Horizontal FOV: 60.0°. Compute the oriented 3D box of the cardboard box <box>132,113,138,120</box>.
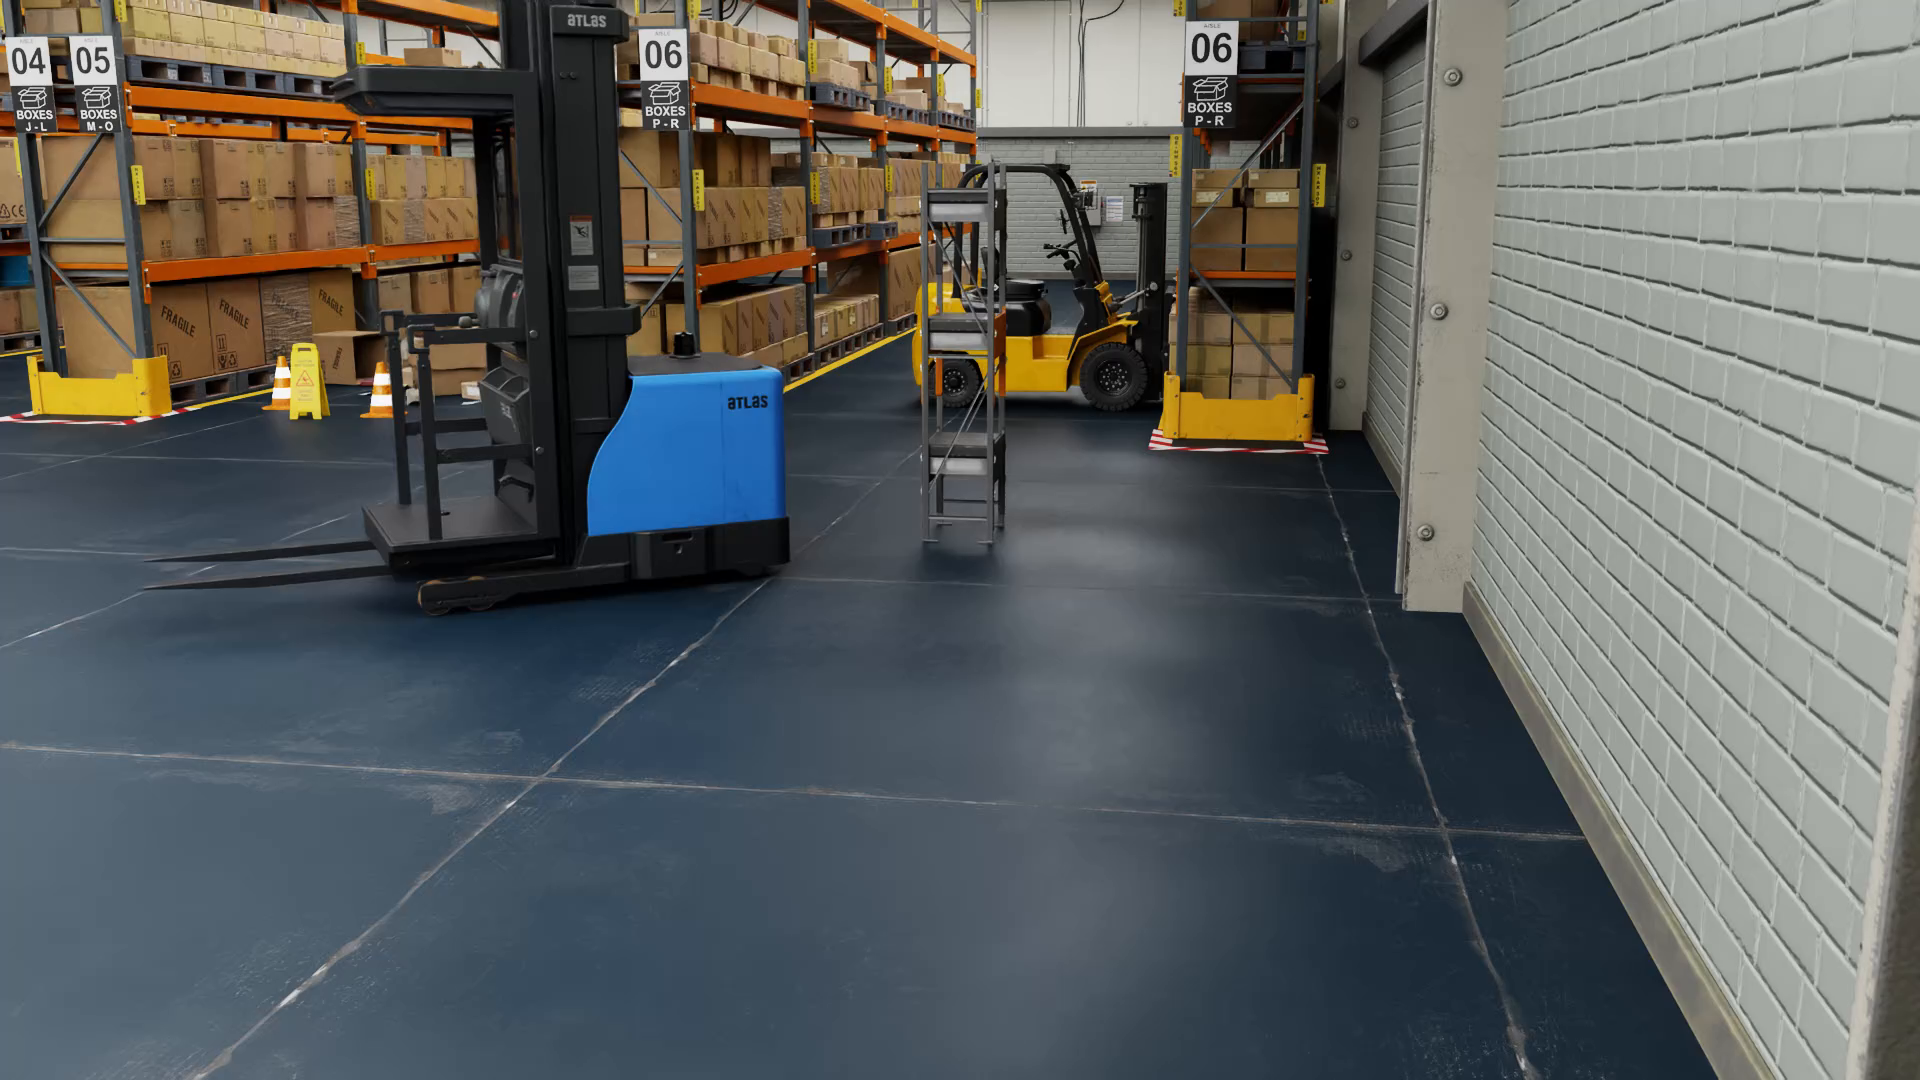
[{"bbox_3d":[-11.137,-5.629,21.729,0.500,0.250,0.500,2,12,8],"label":"cardboard box"}]

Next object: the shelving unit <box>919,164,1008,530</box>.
[{"bbox_3d":[0.026,-1.061,9.434,0.431,2.100,0.499,2,12,9],"label":"shelving unit"}]

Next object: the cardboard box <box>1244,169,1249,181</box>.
[{"bbox_3d":[4.561,-5.538,25.942,0.500,0.500,0.500,2,12,7],"label":"cardboard box"}]

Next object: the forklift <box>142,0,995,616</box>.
[{"bbox_3d":[-1.864,-1.262,8.392,4.310,2.935,1.130,-6,13,-25],"label":"forklift"}]

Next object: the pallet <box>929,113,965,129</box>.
[{"bbox_3d":[-0.510,-6.805,27.038,1.003,0.211,1.213,2,12,9],"label":"pallet"}]

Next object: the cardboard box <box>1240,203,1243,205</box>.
[{"bbox_3d":[2.372,-2.884,15.516,0.500,0.500,0.500,2,12,8],"label":"cardboard box"}]

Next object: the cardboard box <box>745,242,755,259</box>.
[{"bbox_3d":[-2.137,-2.724,15.611,0.380,0.149,0.250,2,12,7],"label":"cardboard box"}]

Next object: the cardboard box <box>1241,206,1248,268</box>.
[{"bbox_3d":[2.633,-2.552,13.980,0.500,0.500,0.500,2,12,10],"label":"cardboard box"}]

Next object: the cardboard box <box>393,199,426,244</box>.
[{"bbox_3d":[-6.549,-3.687,19.245,0.500,0.500,0.500,2,12,9],"label":"cardboard box"}]

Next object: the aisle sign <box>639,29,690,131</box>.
[{"bbox_3d":[-2.385,-3.708,13.409,0.394,0.787,0.004,2,12,9],"label":"aisle sign"}]

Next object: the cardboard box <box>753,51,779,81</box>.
[{"bbox_3d":[-2.038,-4.520,15.876,0.500,0.250,0.500,2,12,8],"label":"cardboard box"}]

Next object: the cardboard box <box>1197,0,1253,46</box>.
[{"bbox_3d":[2.051,-4.170,13.130,0.500,0.500,0.500,2,12,11],"label":"cardboard box"}]

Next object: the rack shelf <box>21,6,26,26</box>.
[{"bbox_3d":[-11.551,-6.416,20.561,1.077,0.370,4.000,2,12,9],"label":"rack shelf"}]

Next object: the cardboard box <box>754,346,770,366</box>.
[{"bbox_3d":[-2.127,-1.700,15.794,0.500,0.250,0.500,3,12,12],"label":"cardboard box"}]

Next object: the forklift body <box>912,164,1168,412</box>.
[{"bbox_3d":[0.713,-2.339,15.242,2.313,2.155,1.214,2,12,9],"label":"forklift body"}]

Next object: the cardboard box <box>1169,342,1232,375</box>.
[{"bbox_3d":[1.990,-1.517,13.757,0.500,0.250,0.500,2,12,8],"label":"cardboard box"}]

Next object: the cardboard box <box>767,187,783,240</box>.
[{"bbox_3d":[-2.036,-3.171,16.145,0.500,0.500,0.500,2,12,10],"label":"cardboard box"}]

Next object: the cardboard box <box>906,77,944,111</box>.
[{"bbox_3d":[-0.538,-6.843,25.536,0.500,0.500,0.500,2,12,10],"label":"cardboard box"}]

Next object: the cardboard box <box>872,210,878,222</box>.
[{"bbox_3d":[-1.233,-4.020,20.627,0.380,0.149,0.250,2,12,8],"label":"cardboard box"}]

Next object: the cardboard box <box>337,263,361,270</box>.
[{"bbox_3d":[-10.447,-4.581,27.676,0.875,0.875,0.875,2,12,9],"label":"cardboard box"}]

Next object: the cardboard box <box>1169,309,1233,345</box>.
[{"bbox_3d":[1.986,-1.756,13.679,0.500,0.250,0.500,2,12,11],"label":"cardboard box"}]

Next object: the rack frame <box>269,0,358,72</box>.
[{"bbox_3d":[-6.973,-6.365,17.668,1.000,3.000,0.127,2,12,9],"label":"rack frame"}]

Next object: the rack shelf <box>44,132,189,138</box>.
[{"bbox_3d":[-15.214,-6.971,29.307,1.077,0.370,4.000,2,12,9],"label":"rack shelf"}]

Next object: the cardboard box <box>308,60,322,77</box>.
[{"bbox_3d":[-6.790,-4.838,17.062,0.380,0.149,0.250,2,12,10],"label":"cardboard box"}]

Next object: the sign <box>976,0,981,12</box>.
[{"bbox_3d":[0.313,-9.198,28.410,0.100,0.325,0.005,2,12,9],"label":"sign"}]

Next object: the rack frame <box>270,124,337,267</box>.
[{"bbox_3d":[-10.628,-5.279,26.871,1.000,3.000,0.127,2,12,9],"label":"rack frame"}]

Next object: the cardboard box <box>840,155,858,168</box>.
[{"bbox_3d":[-1.424,-4.493,19.740,0.380,0.149,0.250,1,12,6],"label":"cardboard box"}]

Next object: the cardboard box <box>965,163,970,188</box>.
[{"bbox_3d":[-0.111,-6.111,28.118,0.500,0.500,0.500,2,12,9],"label":"cardboard box"}]

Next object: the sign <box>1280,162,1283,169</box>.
[{"bbox_3d":[4.003,-4.514,20.572,0.100,0.325,0.005,2,12,9],"label":"sign"}]

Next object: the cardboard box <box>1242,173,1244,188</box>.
[{"bbox_3d":[2.203,-3.050,14.044,0.380,0.149,0.250,2,12,9],"label":"cardboard box"}]

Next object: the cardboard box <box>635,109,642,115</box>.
[{"bbox_3d":[-5.350,-6.931,26.584,0.500,0.250,0.500,2,12,8],"label":"cardboard box"}]

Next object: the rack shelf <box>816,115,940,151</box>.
[{"bbox_3d":[-1.143,-5.657,23.209,1.077,0.370,4.000,2,12,9],"label":"rack shelf"}]

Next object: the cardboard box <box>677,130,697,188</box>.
[{"bbox_3d":[-2.733,-3.362,14.657,0.700,0.500,0.500,2,12,9],"label":"cardboard box"}]

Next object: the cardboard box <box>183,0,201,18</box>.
[{"bbox_3d":[-7.104,-4.804,15.016,0.380,0.149,0.250,2,12,9],"label":"cardboard box"}]

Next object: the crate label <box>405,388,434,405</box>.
[{"bbox_3d":[-4.979,-1.323,15.308,0.250,0.136,0.298,-5,13,-21],"label":"crate label"}]

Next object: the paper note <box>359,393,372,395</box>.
[{"bbox_3d":[-5.676,-1.410,15.968,0.144,0.017,0.142,7,14,28],"label":"paper note"}]

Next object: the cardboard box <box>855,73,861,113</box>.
[{"bbox_3d":[-1.607,-5.444,20.277,0.700,0.500,0.500,2,12,9],"label":"cardboard box"}]

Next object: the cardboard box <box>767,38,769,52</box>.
[{"bbox_3d":[-2.044,-4.736,15.932,0.380,0.149,0.250,2,12,8],"label":"cardboard box"}]

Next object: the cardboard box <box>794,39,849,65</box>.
[{"bbox_3d":[-1.514,-5.348,18.243,0.500,0.250,0.500,2,12,7],"label":"cardboard box"}]

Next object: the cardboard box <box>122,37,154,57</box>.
[{"bbox_3d":[-7.218,-4.258,14.375,0.380,0.149,0.250,2,12,9],"label":"cardboard box"}]

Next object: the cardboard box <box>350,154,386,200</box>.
[{"bbox_3d":[-16.692,-4.627,18.836,19.980,1.510,4.215,3,12,12],"label":"cardboard box"}]

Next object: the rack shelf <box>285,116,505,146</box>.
[{"bbox_3d":[-6.665,-4.963,19.992,1.077,0.370,4.000,2,12,9],"label":"rack shelf"}]

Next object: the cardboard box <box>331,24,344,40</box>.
[{"bbox_3d":[-6.714,-5.333,17.470,0.380,0.149,0.250,2,12,8],"label":"cardboard box"}]

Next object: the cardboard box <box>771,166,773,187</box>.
[{"bbox_3d":[-2.222,-3.796,18.048,0.500,0.500,0.500,2,12,8],"label":"cardboard box"}]

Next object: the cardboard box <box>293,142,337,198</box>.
[{"bbox_3d":[-7.033,-3.840,17.271,0.875,0.550,0.550,2,12,9],"label":"cardboard box"}]

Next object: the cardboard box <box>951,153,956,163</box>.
[{"bbox_3d":[-0.278,-6.187,26.931,0.380,0.149,0.250,2,12,9],"label":"cardboard box"}]

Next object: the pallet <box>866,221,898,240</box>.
[{"bbox_3d":[-1.455,-3.880,20.833,1.213,0.211,1.003,2,12,9],"label":"pallet"}]

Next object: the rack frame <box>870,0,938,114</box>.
[{"bbox_3d":[-0.836,-7.891,24.749,1.000,3.000,0.127,2,12,9],"label":"rack frame"}]

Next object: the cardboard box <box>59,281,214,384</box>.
[{"bbox_3d":[-7.549,-1.910,15.281,0.875,0.875,0.875,2,12,9],"label":"cardboard box"}]

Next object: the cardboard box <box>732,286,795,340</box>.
[{"bbox_3d":[-1.968,-2.283,16.716,0.500,0.500,0.500,2,12,10],"label":"cardboard box"}]

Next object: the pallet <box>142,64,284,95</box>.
[{"bbox_3d":[-7.299,-4.432,16.030,1.003,0.211,1.213,2,12,9],"label":"pallet"}]

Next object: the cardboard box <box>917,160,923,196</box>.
[{"bbox_3d":[-0.826,-5.182,23.808,0.500,0.500,0.500,2,12,10],"label":"cardboard box"}]

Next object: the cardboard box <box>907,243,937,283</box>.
[{"bbox_3d":[-0.852,-3.993,24.950,0.875,0.875,0.875,2,12,10],"label":"cardboard box"}]

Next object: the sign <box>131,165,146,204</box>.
[{"bbox_3d":[-7.041,-3.042,14.248,0.100,0.325,0.005,2,12,9],"label":"sign"}]

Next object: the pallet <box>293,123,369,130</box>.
[{"bbox_3d":[-10.492,-6.872,27.353,1.003,0.211,1.213,2,12,9],"label":"pallet"}]
